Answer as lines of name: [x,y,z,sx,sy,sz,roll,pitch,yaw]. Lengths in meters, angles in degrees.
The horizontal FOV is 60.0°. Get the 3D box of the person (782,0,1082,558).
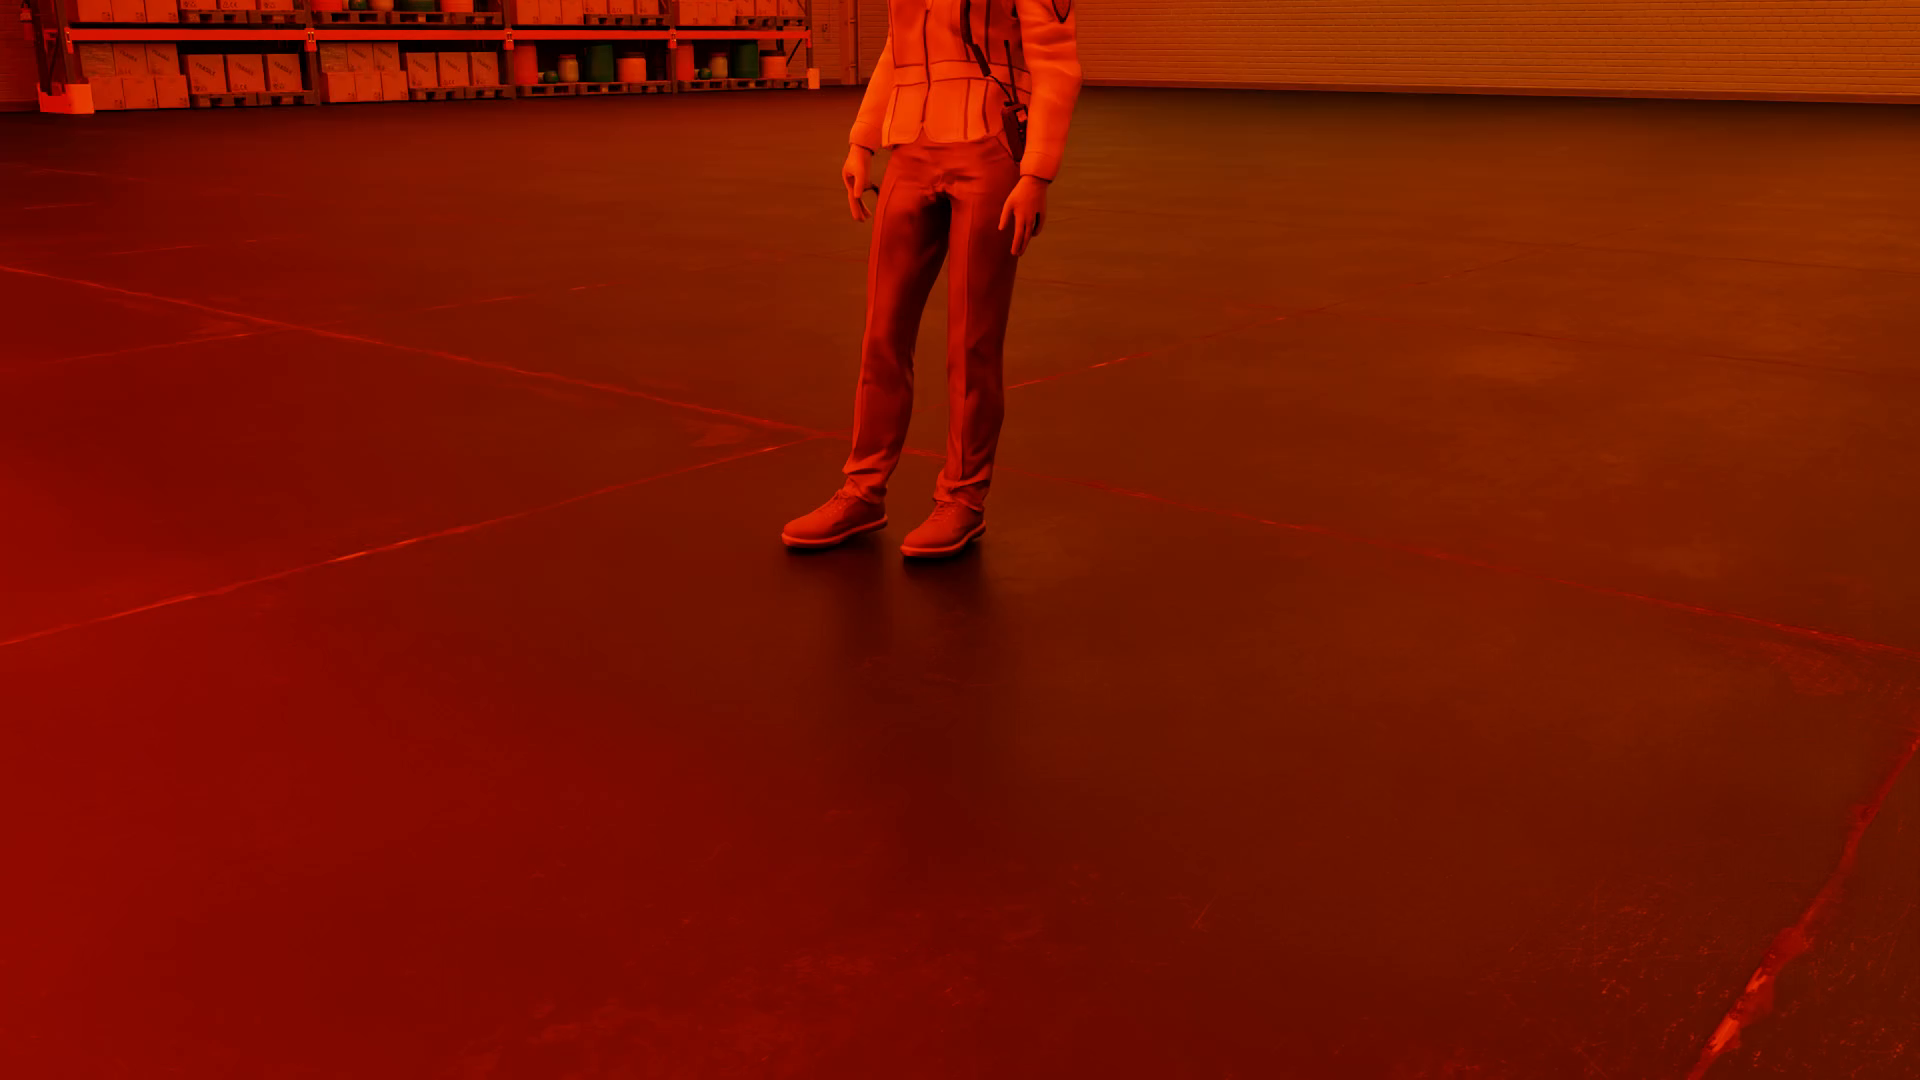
person: [-0.049,-0.803,3.647,0.586,1.694,0.530,13,21,37]
